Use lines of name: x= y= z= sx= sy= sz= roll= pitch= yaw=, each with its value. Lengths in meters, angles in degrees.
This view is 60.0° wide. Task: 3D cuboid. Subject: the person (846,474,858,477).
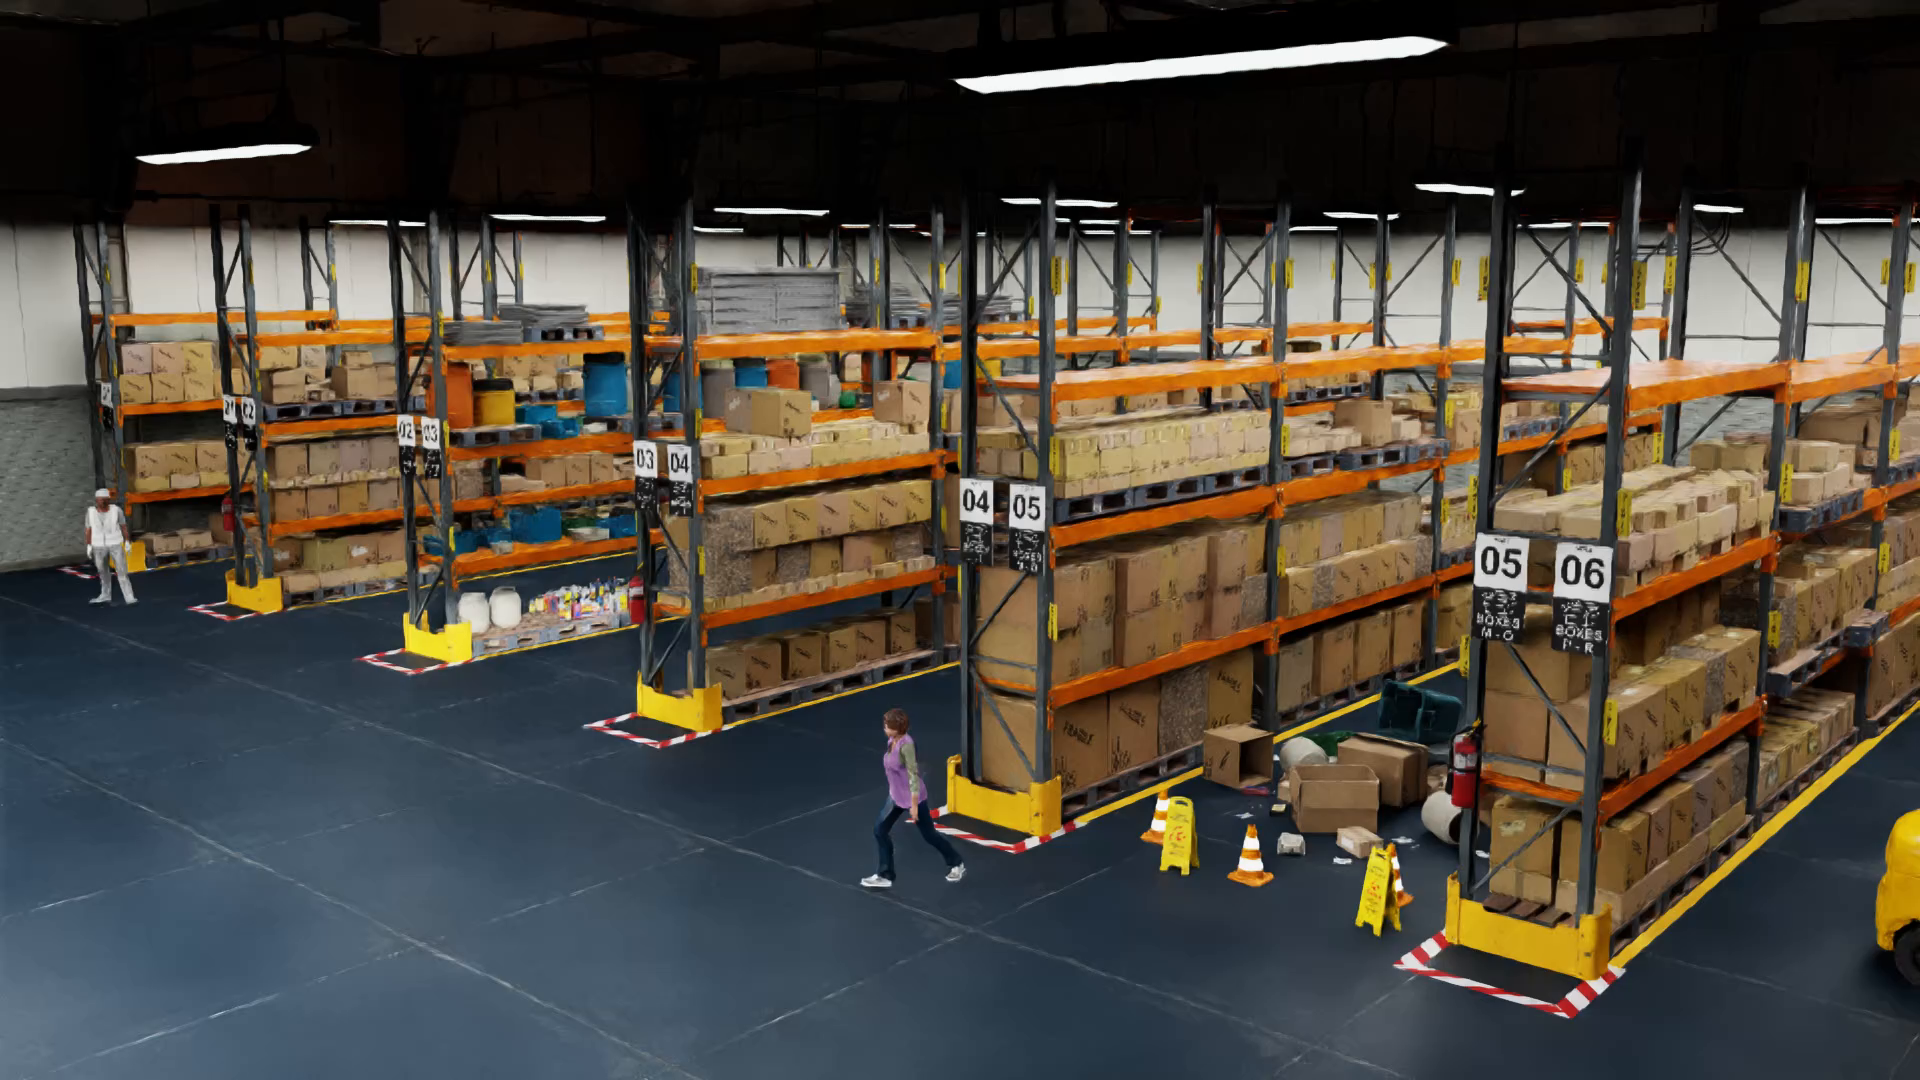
person: x=-1.621 y=-0.302 z=26.158 sx=0.735 sy=1.715 sz=0.898 roll=4 pitch=10 yaw=25

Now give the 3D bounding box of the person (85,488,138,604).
person: x=-12.931 y=0.084 z=25.299 sx=0.723 sy=1.778 sz=0.542 roll=-2 pitch=10 yaw=-15

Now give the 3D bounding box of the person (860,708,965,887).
person: x=-0.382 y=2.133 z=13.813 sx=0.868 sy=1.530 sz=0.455 roll=-5 pitch=11 yaw=-27
